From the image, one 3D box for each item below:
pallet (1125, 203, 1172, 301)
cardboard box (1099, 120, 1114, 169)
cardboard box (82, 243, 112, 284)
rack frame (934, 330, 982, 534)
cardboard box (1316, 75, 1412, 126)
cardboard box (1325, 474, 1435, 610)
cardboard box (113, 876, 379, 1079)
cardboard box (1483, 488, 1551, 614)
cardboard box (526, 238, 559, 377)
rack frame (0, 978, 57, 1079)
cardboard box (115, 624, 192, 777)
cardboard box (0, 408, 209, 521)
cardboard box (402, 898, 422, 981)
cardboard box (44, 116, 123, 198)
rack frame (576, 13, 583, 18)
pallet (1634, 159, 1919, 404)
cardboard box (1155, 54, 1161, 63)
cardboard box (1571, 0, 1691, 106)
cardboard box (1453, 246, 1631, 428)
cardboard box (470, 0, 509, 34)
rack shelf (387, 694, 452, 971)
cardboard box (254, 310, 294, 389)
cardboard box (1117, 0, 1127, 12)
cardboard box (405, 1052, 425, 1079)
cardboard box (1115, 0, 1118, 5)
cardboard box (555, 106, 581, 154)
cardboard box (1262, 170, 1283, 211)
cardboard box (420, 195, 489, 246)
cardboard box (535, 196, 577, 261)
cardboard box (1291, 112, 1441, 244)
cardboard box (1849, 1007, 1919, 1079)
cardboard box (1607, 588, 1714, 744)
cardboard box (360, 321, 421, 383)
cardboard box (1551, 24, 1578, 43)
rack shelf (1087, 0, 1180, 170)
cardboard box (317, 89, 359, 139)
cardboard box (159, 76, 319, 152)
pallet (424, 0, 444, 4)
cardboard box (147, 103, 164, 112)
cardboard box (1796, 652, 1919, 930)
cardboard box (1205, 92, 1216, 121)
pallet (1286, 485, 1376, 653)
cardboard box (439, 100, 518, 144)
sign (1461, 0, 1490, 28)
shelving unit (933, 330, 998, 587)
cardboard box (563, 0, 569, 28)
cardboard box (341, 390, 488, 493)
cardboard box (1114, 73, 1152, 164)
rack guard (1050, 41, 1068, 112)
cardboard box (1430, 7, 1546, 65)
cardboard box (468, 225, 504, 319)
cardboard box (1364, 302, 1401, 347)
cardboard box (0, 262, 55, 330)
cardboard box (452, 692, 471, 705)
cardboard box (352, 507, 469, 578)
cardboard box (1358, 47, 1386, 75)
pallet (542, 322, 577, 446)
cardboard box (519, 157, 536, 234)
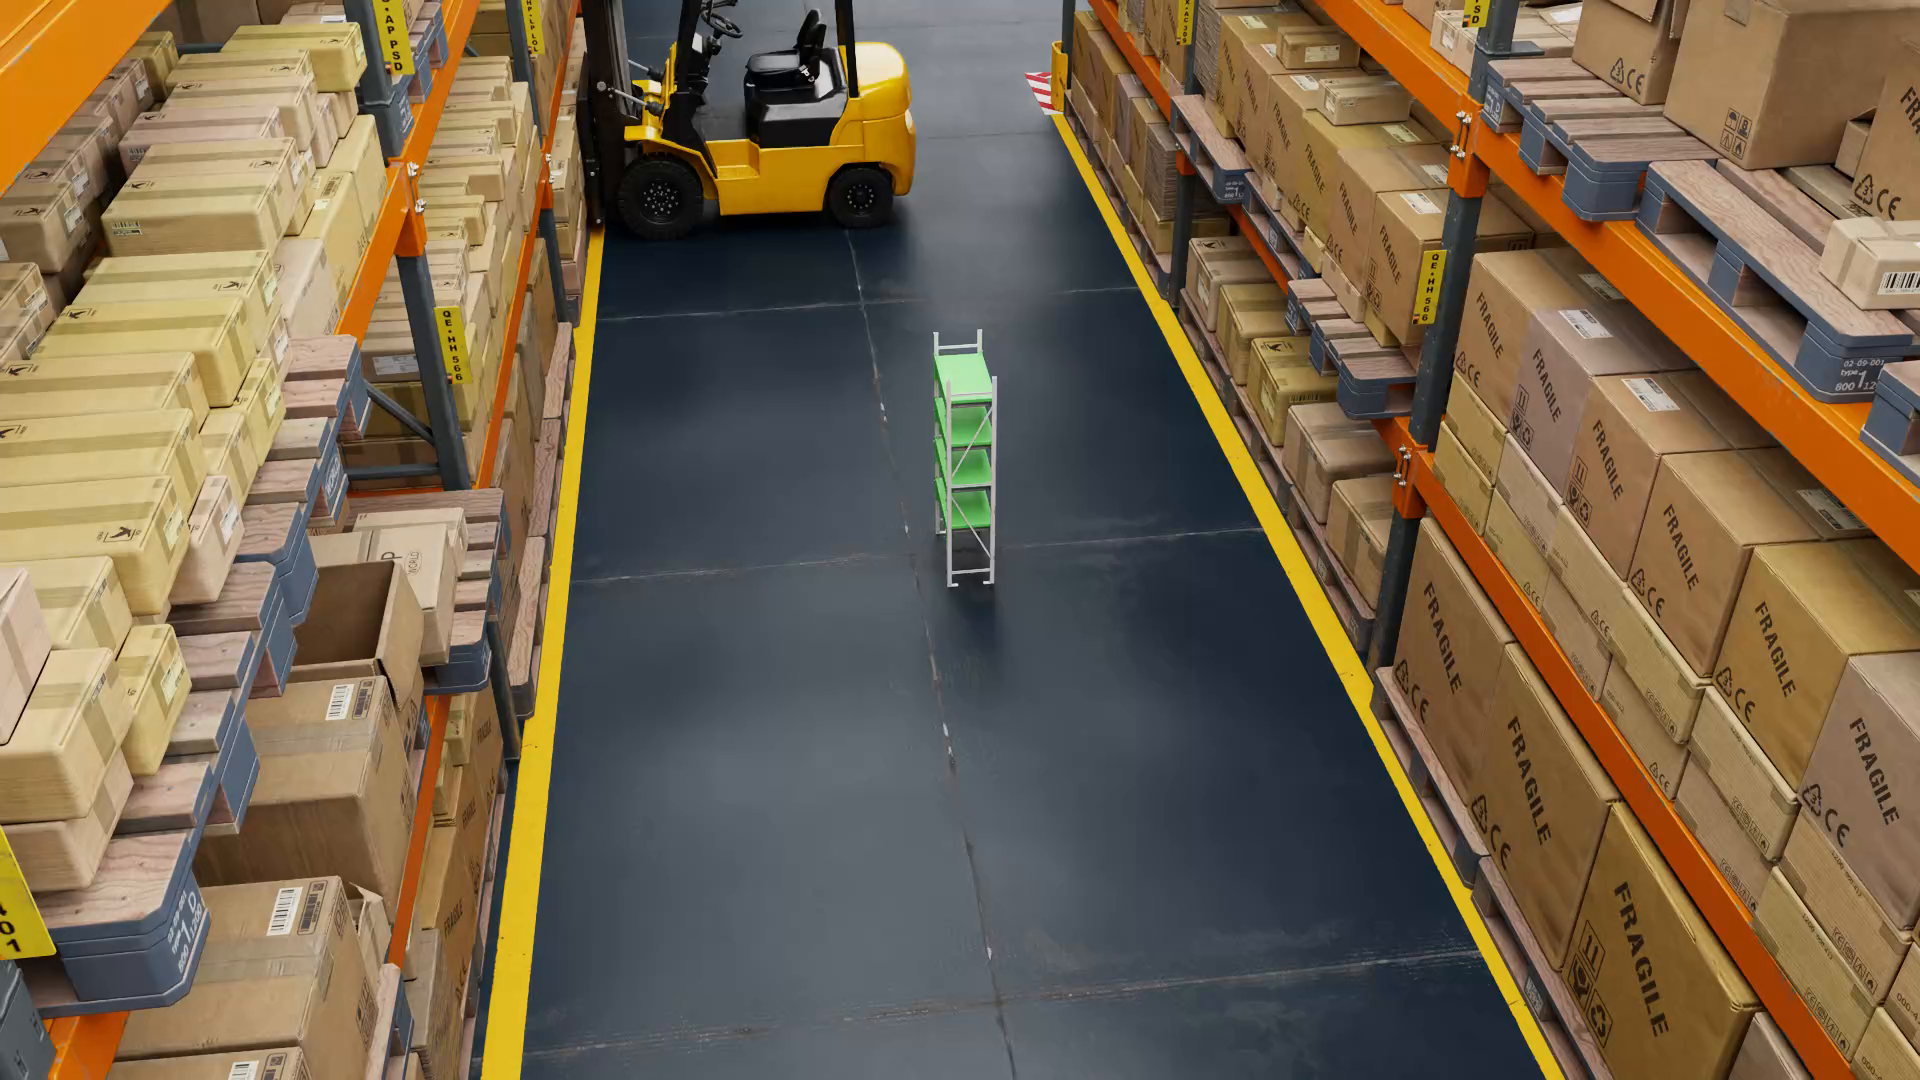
[{"bbox_3d":[1.785,-2.078,11.741,1.003,0.211,1.213,-4,35,-6],"label":"pallet"},{"bbox_3d":[1.354,-3.068,12.785,0.500,0.250,0.500,-2,34,-3],"label":"cardboard box"},{"bbox_3d":[-2.037,-0.691,4.344,0.380,0.149,0.250,-3,34,-5],"label":"cardboard box"},{"bbox_3d":[-0.011,-0.540,8.605,0.240,1.200,0.015,-4,35,-6],"label":"rack frame"},{"bbox_3d":[1.948,-2.124,8.029,0.380,0.149,0.250,-6,35,-9],"label":"cardboard box"},{"bbox_3d":[2.382,-0.030,8.220,0.950,0.372,0.625,-7,35,-10],"label":"cardboard box"},{"bbox_3d":[-1.845,1.193,4.003,0.700,0.500,0.500,-4,34,-6],"label":"cardboard box"},{"bbox_3d":[2.351,0.013,6.329,0.500,0.250,0.500,-5,35,-8],"label":"cardboard box"},{"bbox_3d":[-2.927,-1.382,9.979,0.875,0.625,0.625,-3,34,-4],"label":"cardboard box"},{"bbox_3d":[-1.932,1.984,3.304,1.000,3.000,0.127,-4,35,-6],"label":"rack frame"},{"bbox_3d":[-1.579,0.289,2.888,0.380,0.149,0.250,-4,34,-6],"label":"cardboard box"},{"bbox_3d":[-1.697,-0.119,3.224,0.380,0.149,0.250,-5,35,-7],"label":"cardboard box"},{"bbox_3d":[-2.002,1.342,5.517,0.380,0.149,0.250,-6,35,-9],"label":"cardboard box"},{"bbox_3d":[-2.571,-1.060,4.622,0.380,0.149,0.250,-3,34,-5],"label":"cardboard box"},{"bbox_3d":[-3.546,-4.712,13.130,1.000,3.000,0.127,-4,35,-6],"label":"rack frame"},{"bbox_3d":[2.740,-0.809,4.906,1.003,0.211,1.213,-3,34,-4],"label":"pallet"},{"bbox_3d":[1.547,-3.341,11.341,0.380,0.149,0.250,-5,35,-7],"label":"cardboard box"},{"bbox_3d":[2.648,-1.883,5.850,0.797,0.503,0.637,-6,35,-9],"label":"cardboard box"},{"bbox_3d":[2.272,-0.787,6.393,0.500,0.500,0.500,-5,35,-8],"label":"cardboard box"},{"bbox_3d":[-2.757,-3.113,9.854,0.380,0.149,0.250,-4,34,-5],"label":"cardboard box"},{"bbox_3d":[-2.201,1.165,5.144,1.077,0.370,4.000,-4,35,-6],"label":"rack shelf"},{"bbox_3d":[-1.810,-0.419,3.928,0.380,0.149,0.250,-4,34,-5],"label":"cardboard box"},{"bbox_3d":[1.380,-4.113,11.898,0.500,0.500,0.500,-5,35,-7],"label":"cardboard box"},{"bbox_3d":[-1.918,1.981,5.155,0.500,0.500,0.500,-5,35,-8],"label":"cardboard box"},{"bbox_3d":[1.368,-4.058,12.392,0.380,0.149,0.250,-3,34,-5],"label":"cardboard box"},{"bbox_3d":[-2.899,-2.787,11.486,0.500,0.250,0.500,-3,34,-5],"label":"cardboard box"},{"bbox_3d":[1.819,-1.866,8.804,0.380,0.149,0.250,-3,34,-5],"label":"cardboard box"},{"bbox_3d":[-2.405,-1.477,7.718,0.380,0.149,0.250,-4,34,-5],"label":"cardboard box"},{"bbox_3d":[-2.767,-2.018,10.800,0.500,0.250,0.500,-5,35,-7],"label":"cardboard box"},{"bbox_3d":[1.962,-1.766,8.080,0.500,0.500,0.500,-7,35,-10],"label":"cardboard box"},{"bbox_3d":[2.676,1.437,4.240,0.500,0.250,0.500,-5,35,-8],"label":"cardboard box"},{"bbox_3d":[2.450,0.382,5.343,0.500,0.250,0.500,-4,34,-6],"label":"cardboard box"},{"bbox_3d":[-2.221,-0.758,6.662,0.380,0.149,0.250,-3,34,-5],"label":"cardboard box"},{"bbox_3d":[2.574,-1.951,6.637,0.380,0.149,0.250,-4,35,-6],"label":"cardboard box"},{"bbox_3d":[1.641,-3.677,12.250,1.077,0.370,4.000,-4,35,-6],"label":"rack shelf"},{"bbox_3d":[-2.184,-1.411,5.401,0.380,0.149,0.250,-4,34,-5],"label":"cardboard box"},{"bbox_3d":[-2.114,-1.245,4.893,0.380,0.149,0.250,-5,35,-8],"label":"cardboard box"},{"bbox_3d":[-2.803,-2.406,7.249,1.003,0.211,1.213,-3,34,-4],"label":"pallet"},{"bbox_3d":[-2.641,-1.228,5.132,0.380,0.149,0.250,-5,35,-7],"label":"cardboard box"},{"bbox_3d":[2.600,0.633,4.310,0.500,0.500,0.500,-4,34,-5],"label":"cardboard box"},{"bbox_3d":[1.671,-2.596,9.874,0.380,0.149,0.250,-4,34,-6],"label":"cardboard box"},{"bbox_3d":[2.344,0.090,8.559,1.003,0.211,1.213,-4,35,-6],"label":"pallet"},{"bbox_3d":[-2.542,-2.196,8.773,0.380,0.149,0.250,-5,35,-8],"label":"cardboard box"},{"bbox_3d":[1.910,-2.039,6.085,0.100,0.325,0.005,-4,35,-6],"label":"sign"},{"bbox_3d":[0.022,-0.403,8.405,0.258,1.200,0.503,-4,35,-6],"label":"shelving unit"},{"bbox_3d":[-3.090,-3.923,11.883,0.500,0.500,0.500,-5,35,-7],"label":"cardboard box"},{"bbox_3d":[-2.288,-0.452,7.012,0.500,0.250,0.500,-4,35,-6],"label":"cardboard box"},{"bbox_3d":[1.425,-3.084,12.143,0.500,0.500,0.500,-3,34,-4],"label":"cardboard box"},{"bbox_3d":[1.382,-4.015,14.327,1.175,0.500,0.348,-4,35,-6],"label":"rack guard"},{"bbox_3d":[2.156,-2.060,6.797,0.380,0.149,0.250,-4,35,-6],"label":"cardboard box"},{"bbox_3d":[-2.406,-1.232,7.712,0.500,0.250,0.500,-5,35,-8],"label":"cardboard box"},{"bbox_3d":[2.063,-1.005,7.540,0.380,0.149,0.250,-4,34,-6],"label":"cardboard box"},{"bbox_3d":[-2.321,-0.506,3.792,0.380,0.149,0.250,-4,34,-5],"label":"cardboard box"},{"bbox_3d":[-2.153,0.600,6.606,0.380,0.149,0.250,-6,35,-9],"label":"cardboard box"},{"bbox_3d":[-2.002,0.020,6.037,0.380,0.149,0.250,-4,34,-5],"label":"cardboard box"},{"bbox_3d":[2.331,-2.391,8.997,0.500,0.500,0.500,-3,34,-5],"label":"cardboard box"},{"bbox_3d":[-2.870,-0.920,10.041,1.003,0.211,1.213,-4,35,-6],"label":"pallet"},{"bbox_3d":[-2.608,-1.877,9.102,0.500,0.250,0.500,-5,35,-7],"label":"cardboard box"}]
